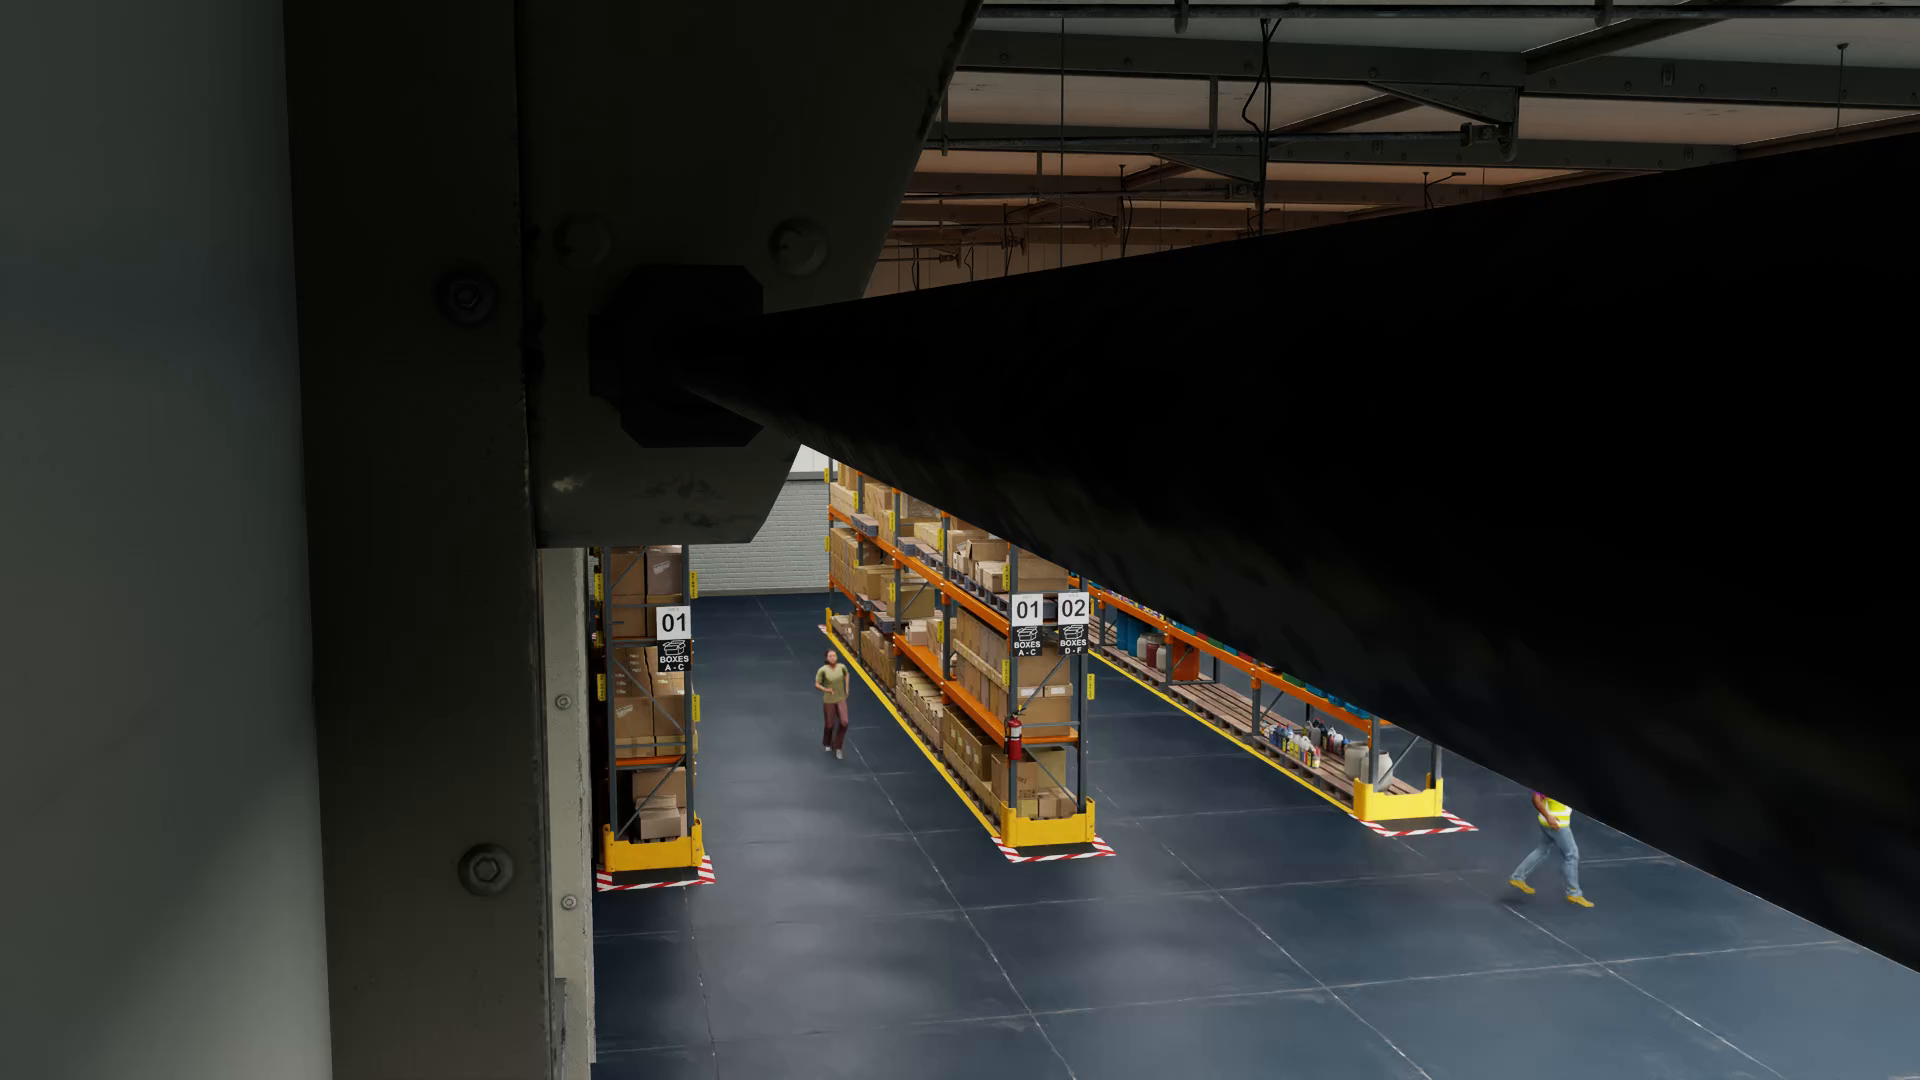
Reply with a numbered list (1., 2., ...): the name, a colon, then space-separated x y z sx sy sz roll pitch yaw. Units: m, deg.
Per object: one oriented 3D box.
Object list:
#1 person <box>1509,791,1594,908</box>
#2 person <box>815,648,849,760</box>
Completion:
1. person: 6.697 3.215 18.747 0.902 1.797 0.686 1 7 9
2. person: -1.930 2.478 25.326 0.580 1.684 0.673 -2 7 -17
